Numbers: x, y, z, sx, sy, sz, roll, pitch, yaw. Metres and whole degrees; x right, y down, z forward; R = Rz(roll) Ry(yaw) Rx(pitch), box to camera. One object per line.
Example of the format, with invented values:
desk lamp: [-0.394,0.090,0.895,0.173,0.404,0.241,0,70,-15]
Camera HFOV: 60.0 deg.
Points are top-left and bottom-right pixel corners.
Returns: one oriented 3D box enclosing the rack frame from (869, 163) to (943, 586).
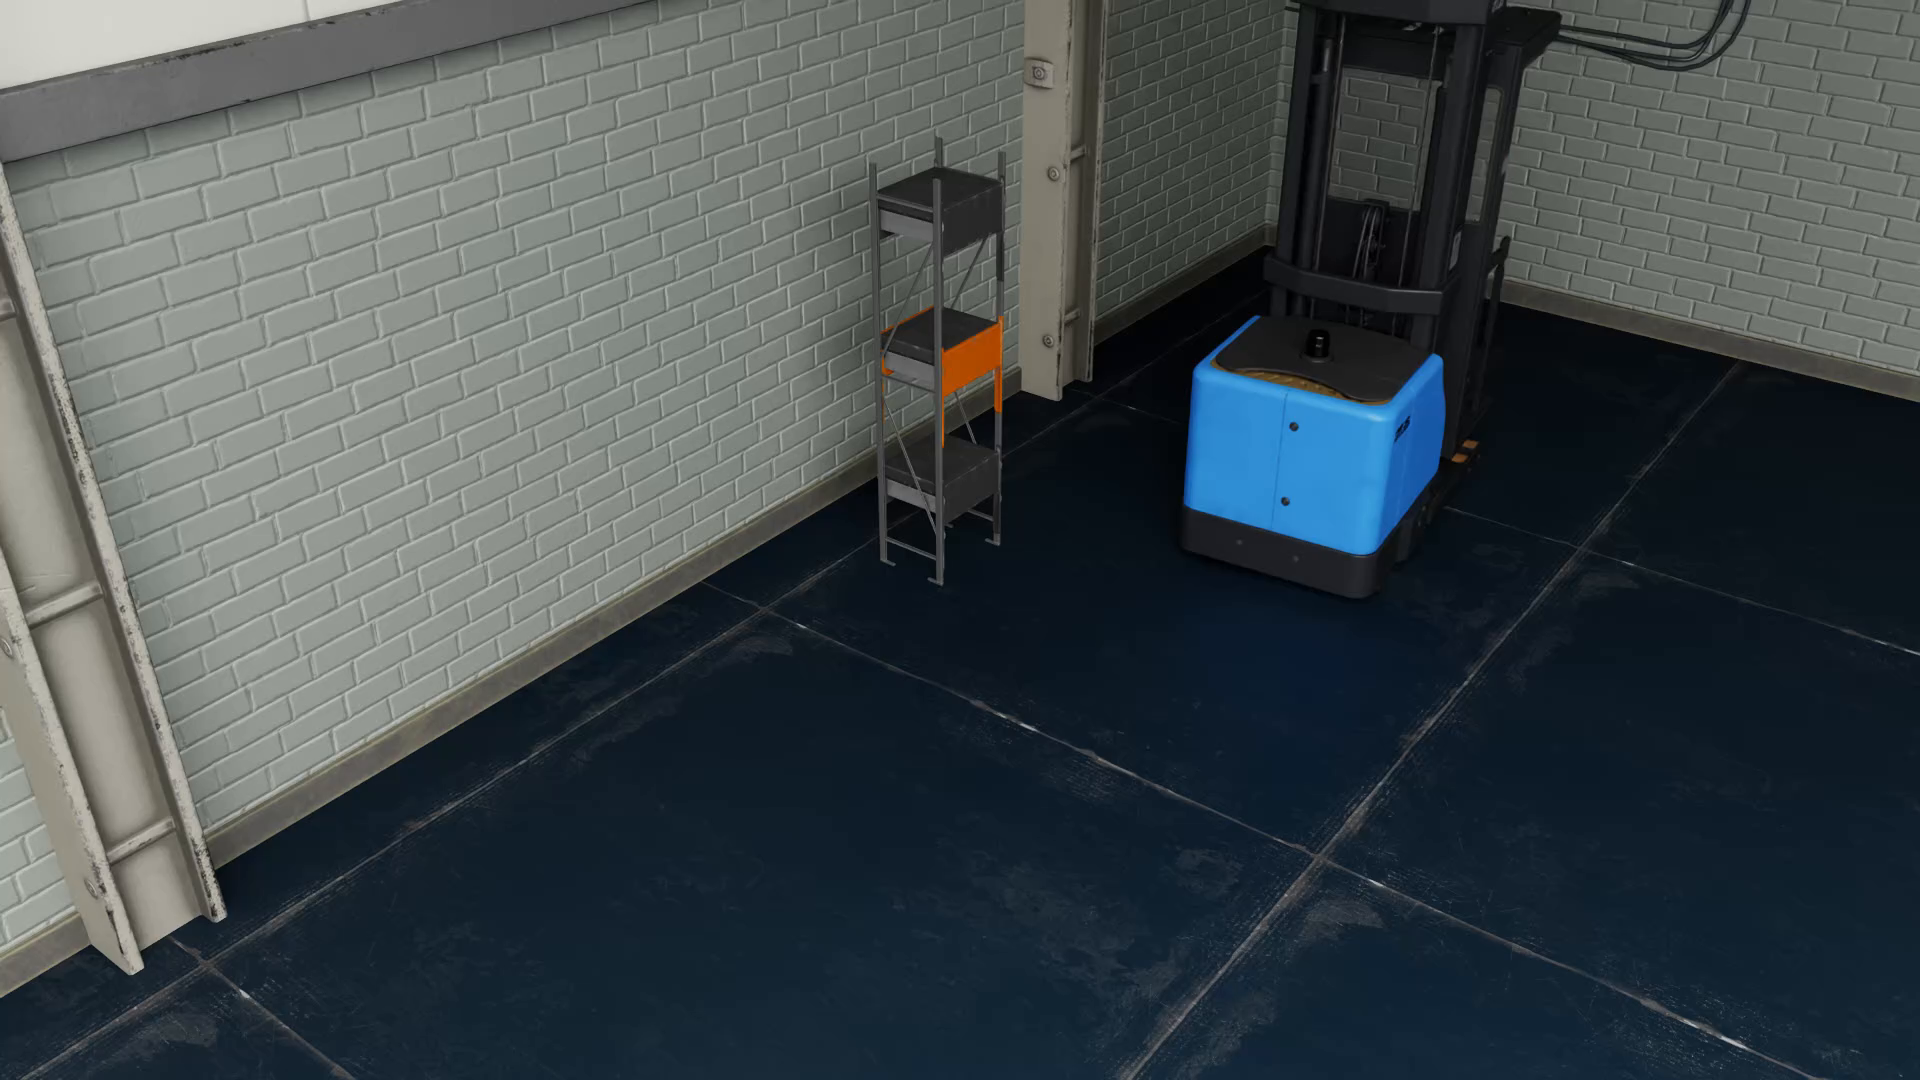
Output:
rack frame: [-0.247,-0.737,7.934,0.400,2.100,0.015,21,37,31]

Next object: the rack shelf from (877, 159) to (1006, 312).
rack shelf: [-0.100,-1.426,7.751,0.431,0.518,0.480,21,37,31]

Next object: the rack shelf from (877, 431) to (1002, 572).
rack shelf: [-0.100,-0.222,8.465,0.431,0.518,0.480,21,37,31]

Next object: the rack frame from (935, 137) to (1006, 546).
rack frame: [0.047,-0.935,8.268,0.400,2.100,0.015,21,37,31]

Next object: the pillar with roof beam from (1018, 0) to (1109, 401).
pillar with roof beam: [4.025,-3.523,5.868,9.100,9.000,0.400,21,37,31]

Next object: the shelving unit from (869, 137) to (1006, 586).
shelving unit: [-0.100,-0.836,8.101,0.431,2.100,0.503,21,37,31]

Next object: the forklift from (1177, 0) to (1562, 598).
forklift: [2.315,-1.691,8.728,1.130,2.935,3.031,17,35,26]

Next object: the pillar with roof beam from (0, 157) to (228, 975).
pillar with roof beam: [0.404,-1.084,1.752,9.100,9.000,0.400,21,37,31]

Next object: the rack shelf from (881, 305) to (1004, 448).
rack shelf: [-0.100,-0.824,8.108,0.431,0.518,0.480,21,37,31]

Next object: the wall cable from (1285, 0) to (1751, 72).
wall cable: [3.426,-4.302,10.229,3.097,2.526,0.112,21,37,31]
